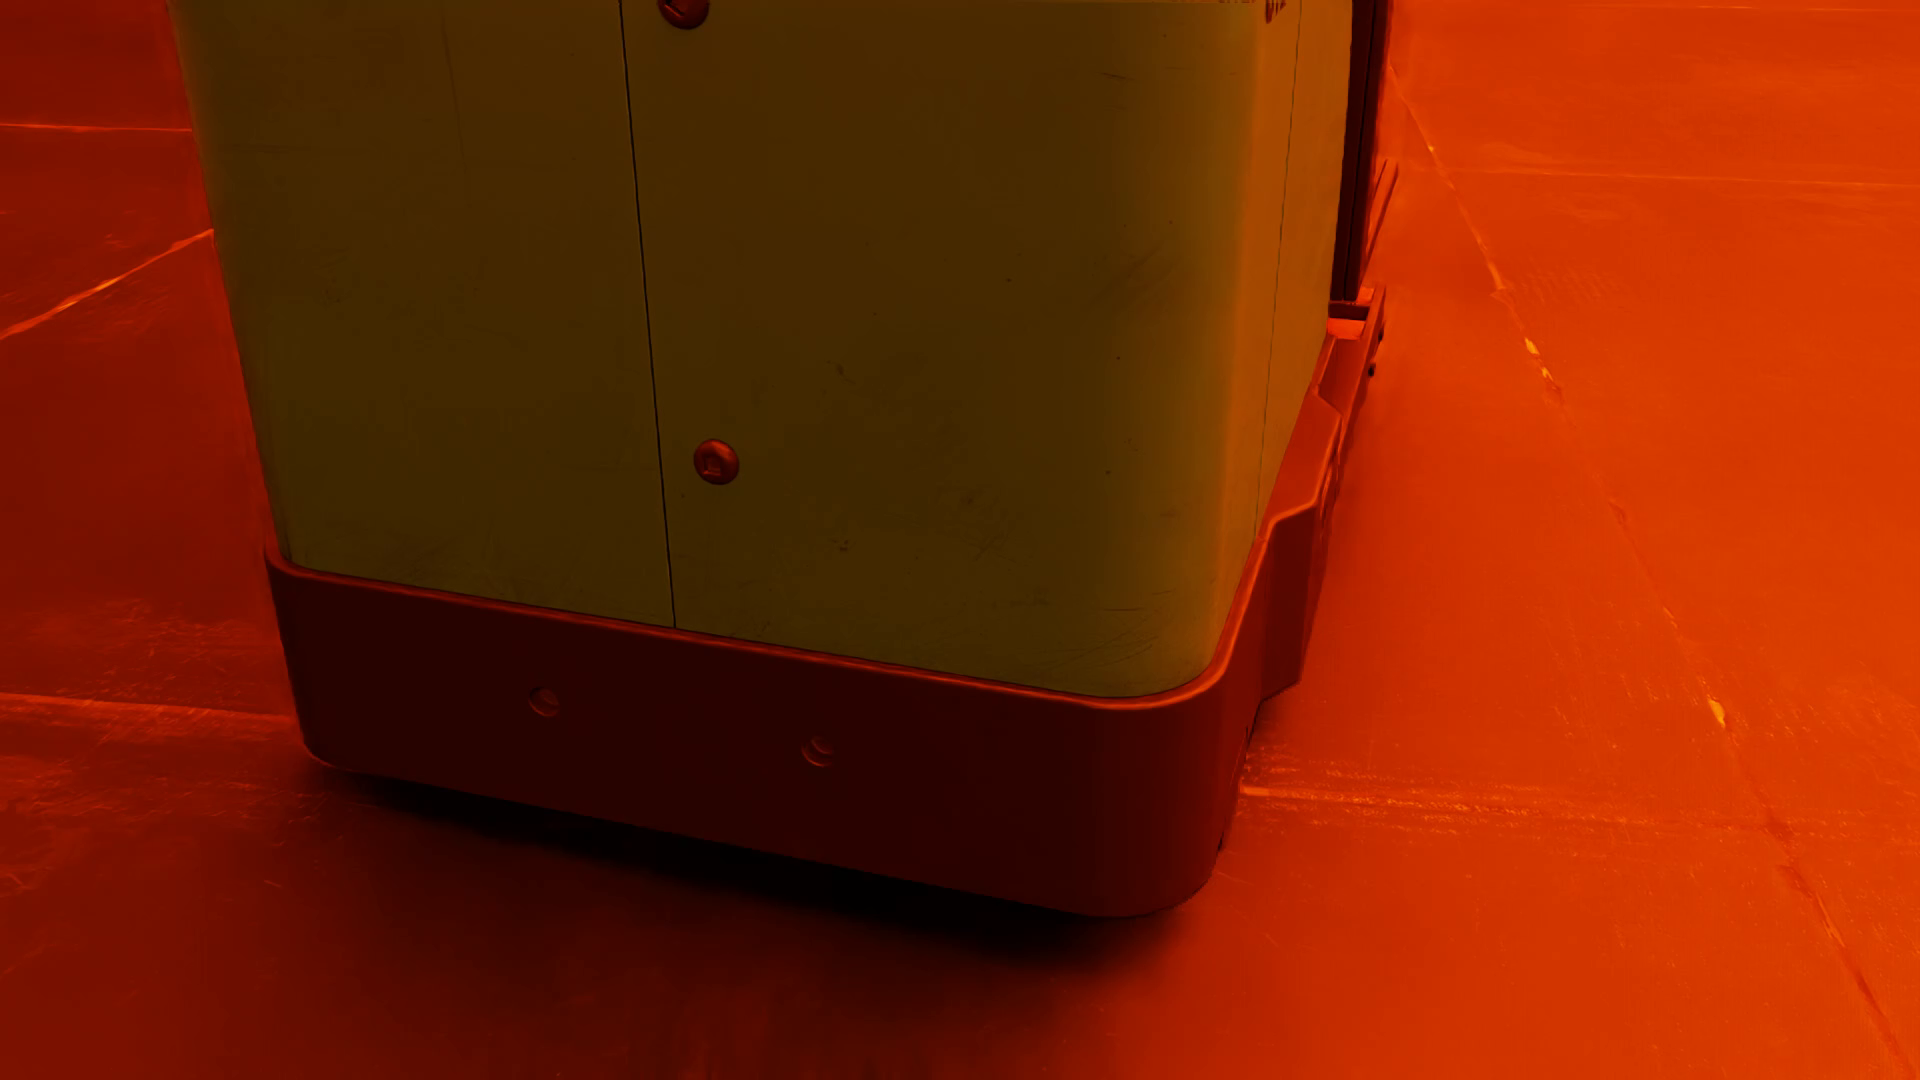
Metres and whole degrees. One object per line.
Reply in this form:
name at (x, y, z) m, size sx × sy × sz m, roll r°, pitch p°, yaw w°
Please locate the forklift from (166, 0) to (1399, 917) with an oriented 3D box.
forklift at (0.171, -1.585, 2.393) m, size 1.130 × 2.935 × 3.031 m, roll 8°, pitch 28°, yaw 15°
